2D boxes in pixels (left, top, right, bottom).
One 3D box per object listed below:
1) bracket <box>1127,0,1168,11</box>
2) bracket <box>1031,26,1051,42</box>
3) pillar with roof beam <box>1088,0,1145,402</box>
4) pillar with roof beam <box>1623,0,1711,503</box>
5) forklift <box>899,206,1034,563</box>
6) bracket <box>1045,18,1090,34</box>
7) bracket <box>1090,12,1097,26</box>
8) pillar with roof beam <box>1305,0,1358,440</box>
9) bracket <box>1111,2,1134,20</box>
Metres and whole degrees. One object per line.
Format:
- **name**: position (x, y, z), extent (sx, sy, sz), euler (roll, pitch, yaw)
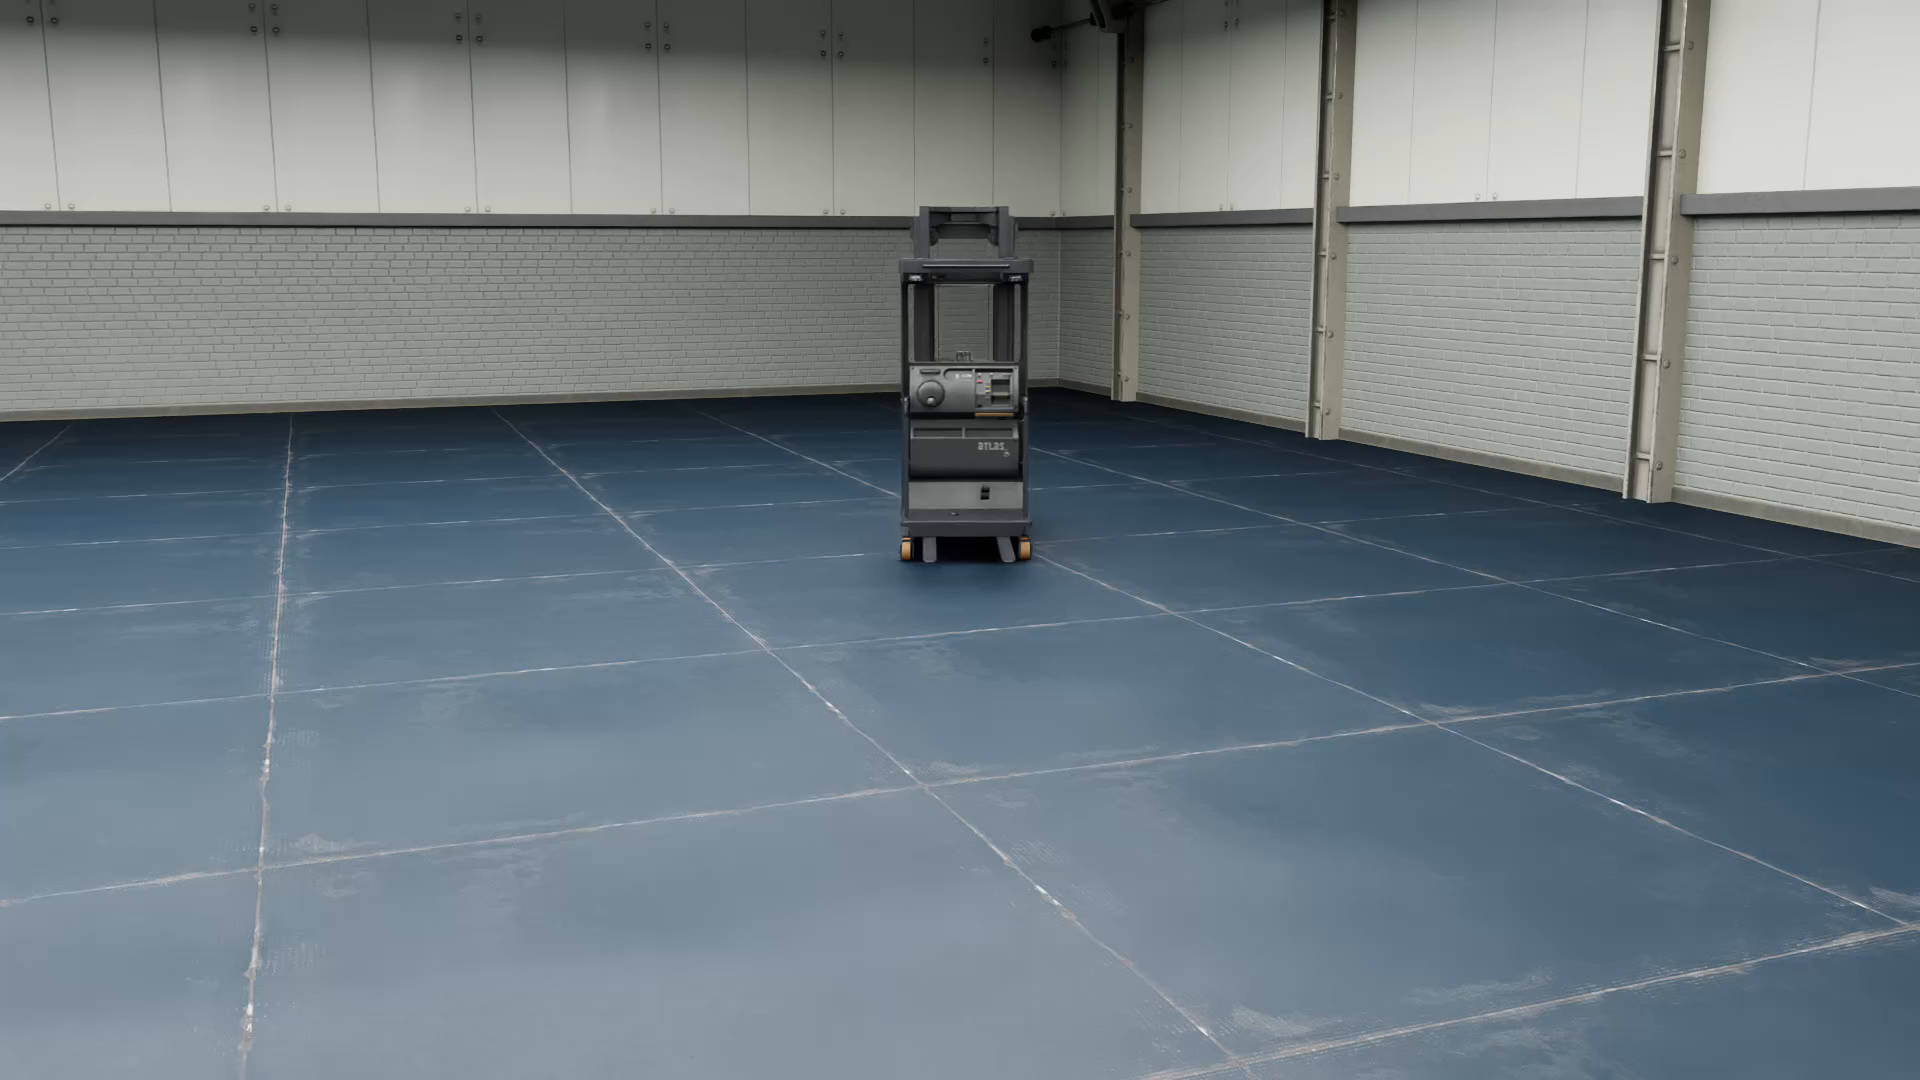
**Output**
- **bracket**: position (3.547, -8.069, 24.309), extent (0.076, 0.066, 4.783), euler (-4, 11, -21)
- **bracket**: position (1.454, -9.012, 29.610), extent (0.235, 0.232, 0.430), euler (-4, 11, -21)
- **pillar with roof beam**: position (-1.218, -6.534, 25.960), extent (9.100, 9.000, 0.548), euler (-4, 11, -21)
- **pillar with roof beam**: position (3.130, -4.576, 14.948), extent (9.100, 9.000, 0.400), euler (-4, 11, -21)
- **forklift**: position (0.043, -1.323, 13.989), extent (1.130, 2.935, 3.031), euler (0, 10, -1)
- **bracket**: position (1.668, -8.915, 29.068), extent (0.076, 0.066, 3.189), euler (-4, 11, -21)
- **bracket**: position (2.313, -8.625, 27.435), extent (0.235, 0.232, 0.430), euler (-4, 11, -21)
- **pillar with roof beam**: position (0.956, -5.555, 20.454), extent (9.100, 9.000, 0.400), euler (-4, 11, -21)
- **bracket**: position (2.614, -8.489, 26.673), extent (0.235, 0.232, 0.430), euler (-4, 11, -21)
